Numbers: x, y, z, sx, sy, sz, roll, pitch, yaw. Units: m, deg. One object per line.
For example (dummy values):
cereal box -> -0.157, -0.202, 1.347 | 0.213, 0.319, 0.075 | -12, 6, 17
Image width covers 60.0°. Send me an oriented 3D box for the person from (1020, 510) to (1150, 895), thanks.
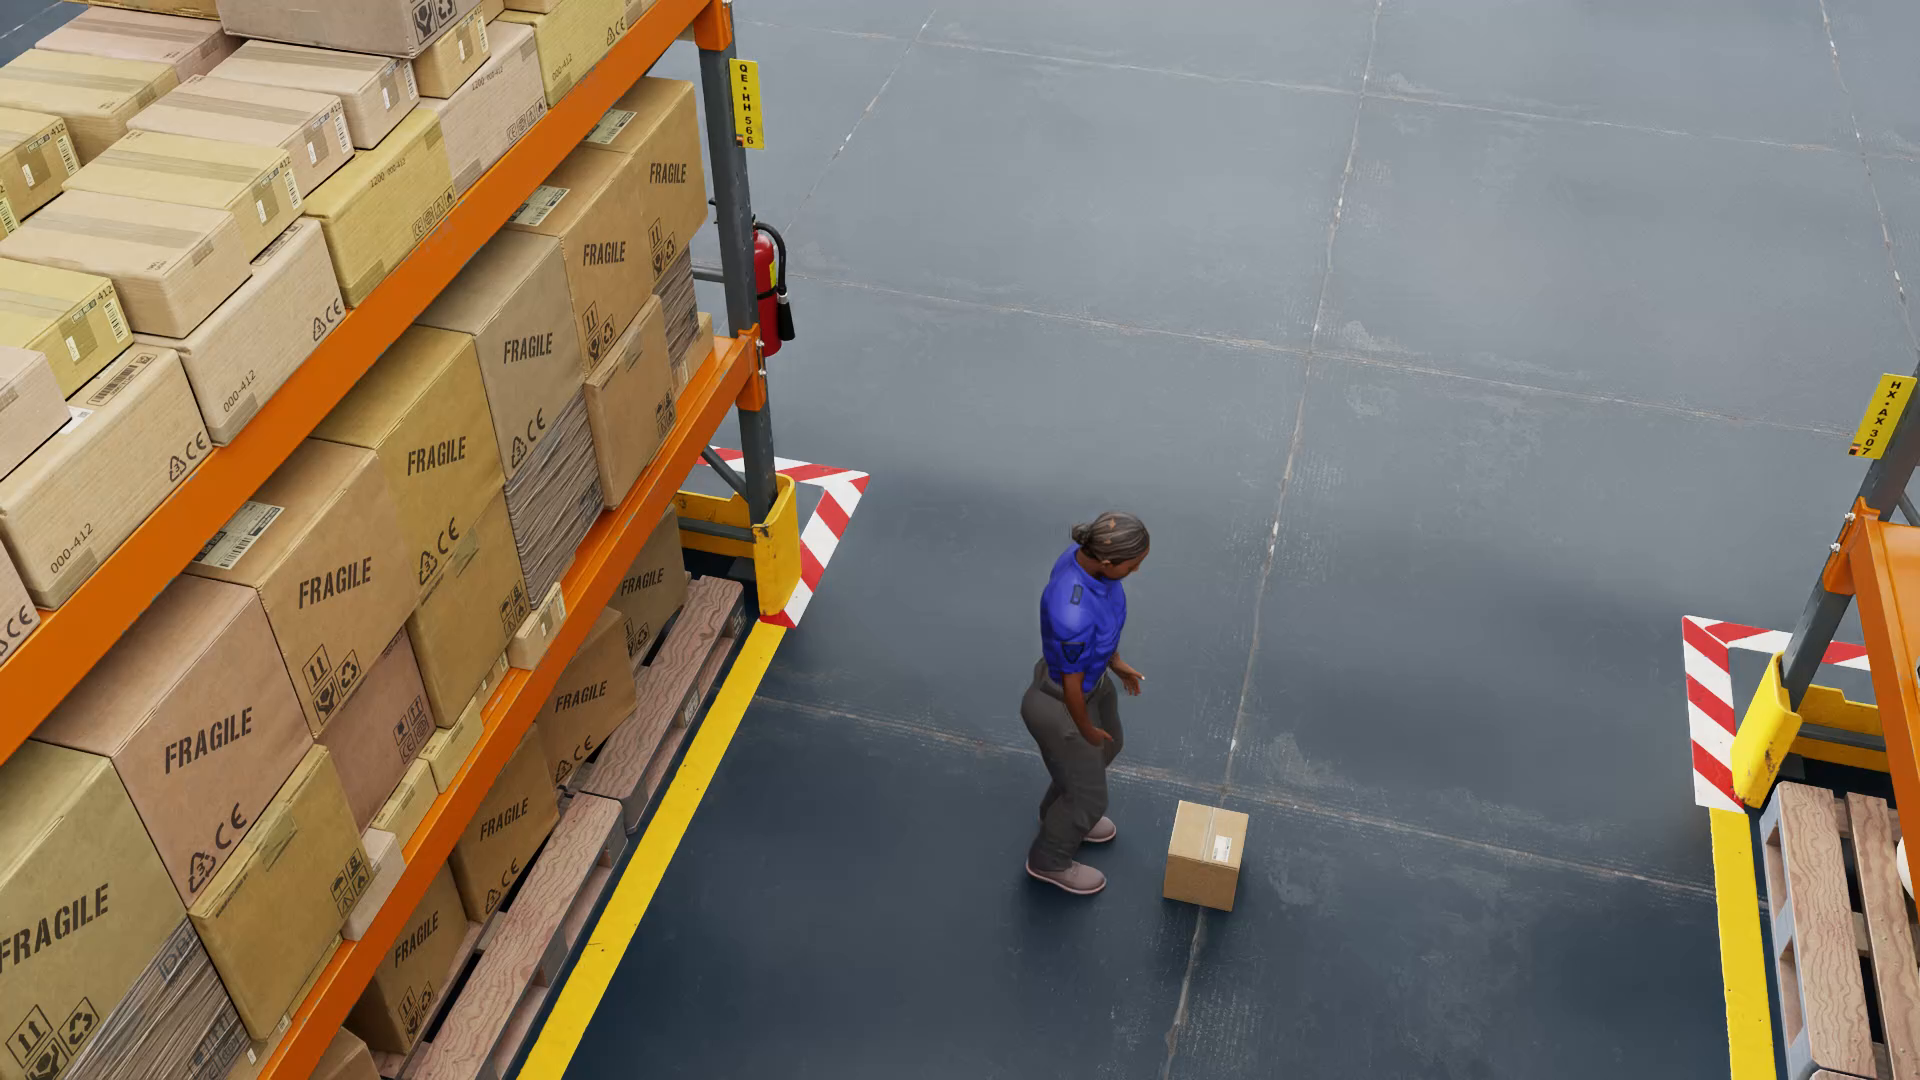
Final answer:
person -> 0.413, 0.523, 5.607 | 0.367, 1.618, 0.453 | 11, 42, 12
